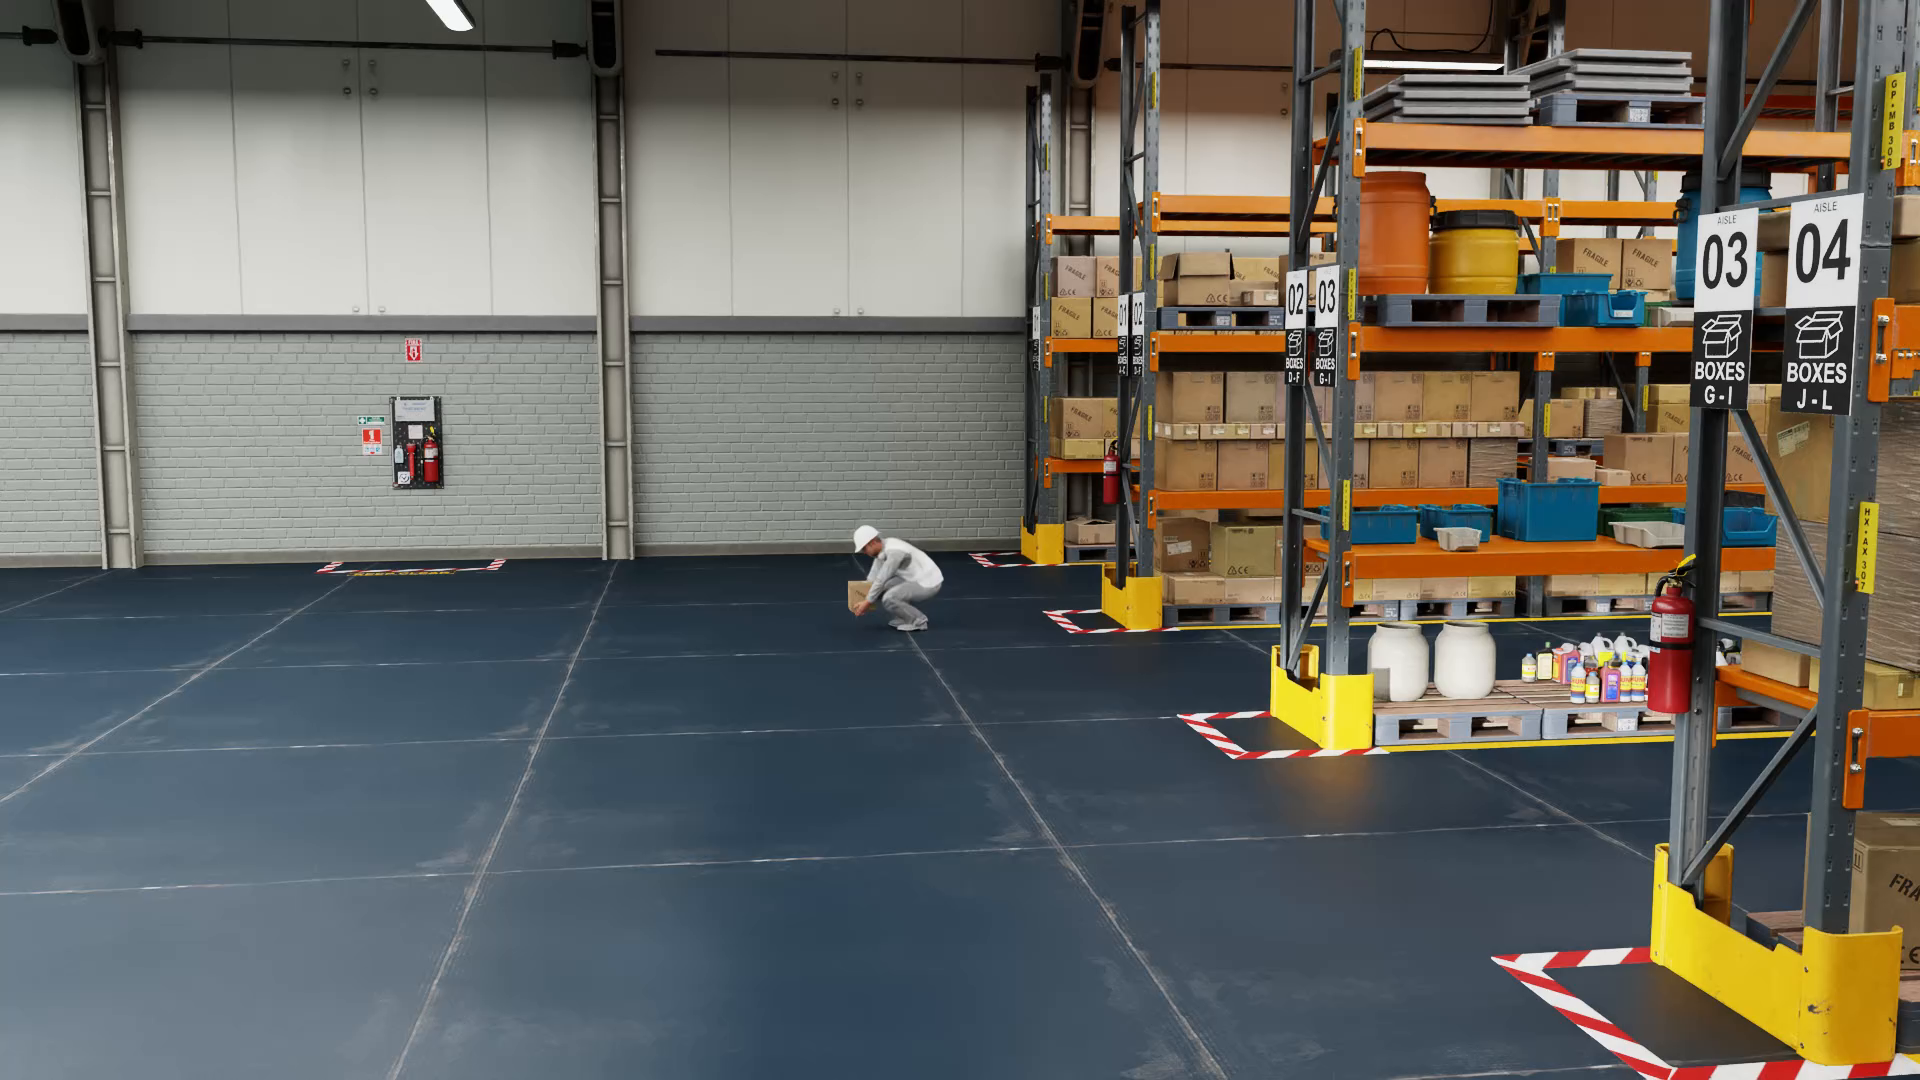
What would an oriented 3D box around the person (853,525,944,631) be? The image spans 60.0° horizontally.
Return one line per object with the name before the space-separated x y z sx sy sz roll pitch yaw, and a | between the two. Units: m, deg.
person | -0.600 0.356 15.896 0.875 1.013 0.511 -1 7 -10
